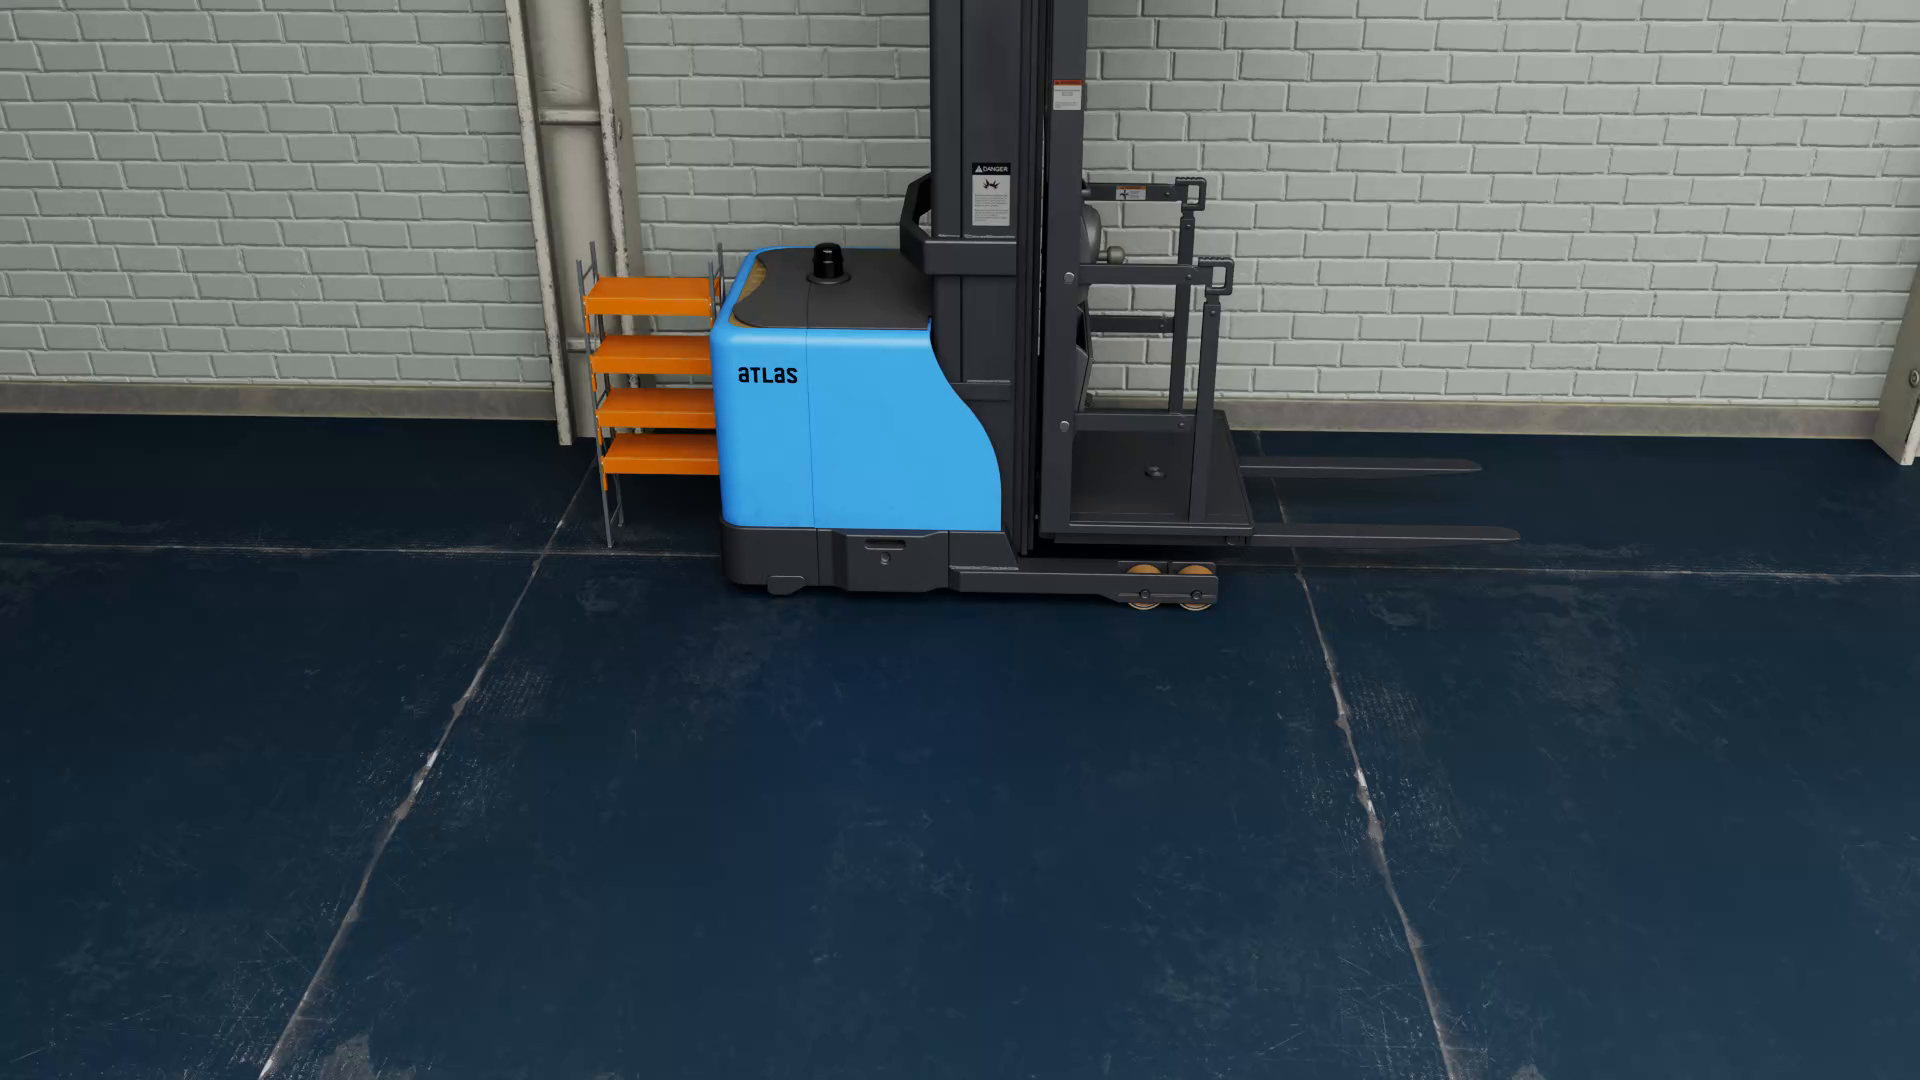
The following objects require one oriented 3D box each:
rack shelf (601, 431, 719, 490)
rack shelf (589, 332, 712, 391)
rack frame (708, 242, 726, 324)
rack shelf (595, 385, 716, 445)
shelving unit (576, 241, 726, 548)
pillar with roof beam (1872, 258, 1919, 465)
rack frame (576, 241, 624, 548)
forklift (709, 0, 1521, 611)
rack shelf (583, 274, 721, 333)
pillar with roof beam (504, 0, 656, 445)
[{"bbox_3d":[-1.160,-0.315,6.630,0.480,0.148,0.258,1,28,2],"label":"rack shelf"},{"bbox_3d":[-1.160,-0.688,6.433,0.480,0.148,0.258,1,28,2],"label":"rack shelf"},{"bbox_3d":[-0.916,-0.546,6.498,0.015,1.200,0.240,1,28,2],"label":"rack frame"},{"bbox_3d":[-1.160,-0.490,6.537,0.480,0.148,0.258,1,28,2],"label":"rack shelf"},{"bbox_3d":[-1.160,-0.550,6.506,0.503,1.200,0.258,1,28,2],"label":"shelving unit"},{"bbox_3d":[4.223,-2.364,1.601,0.400,9.000,9.100,1,28,2],"label":"pillar with roof beam"},{"bbox_3d":[-1.404,-0.554,6.513,0.015,1.200,0.240,1,28,2],"label":"rack frame"},{"bbox_3d":[0.622,-1.285,6.044,3.031,2.935,1.130,1,28,2],"label":"forklift"},{"bbox_3d":[-1.160,-0.897,6.322,0.480,0.148,0.258,1,28,2],"label":"rack shelf"},{"bbox_3d":[-1.773,-2.463,1.789,0.400,9.000,9.100,1,28,2],"label":"pillar with roof beam"}]
